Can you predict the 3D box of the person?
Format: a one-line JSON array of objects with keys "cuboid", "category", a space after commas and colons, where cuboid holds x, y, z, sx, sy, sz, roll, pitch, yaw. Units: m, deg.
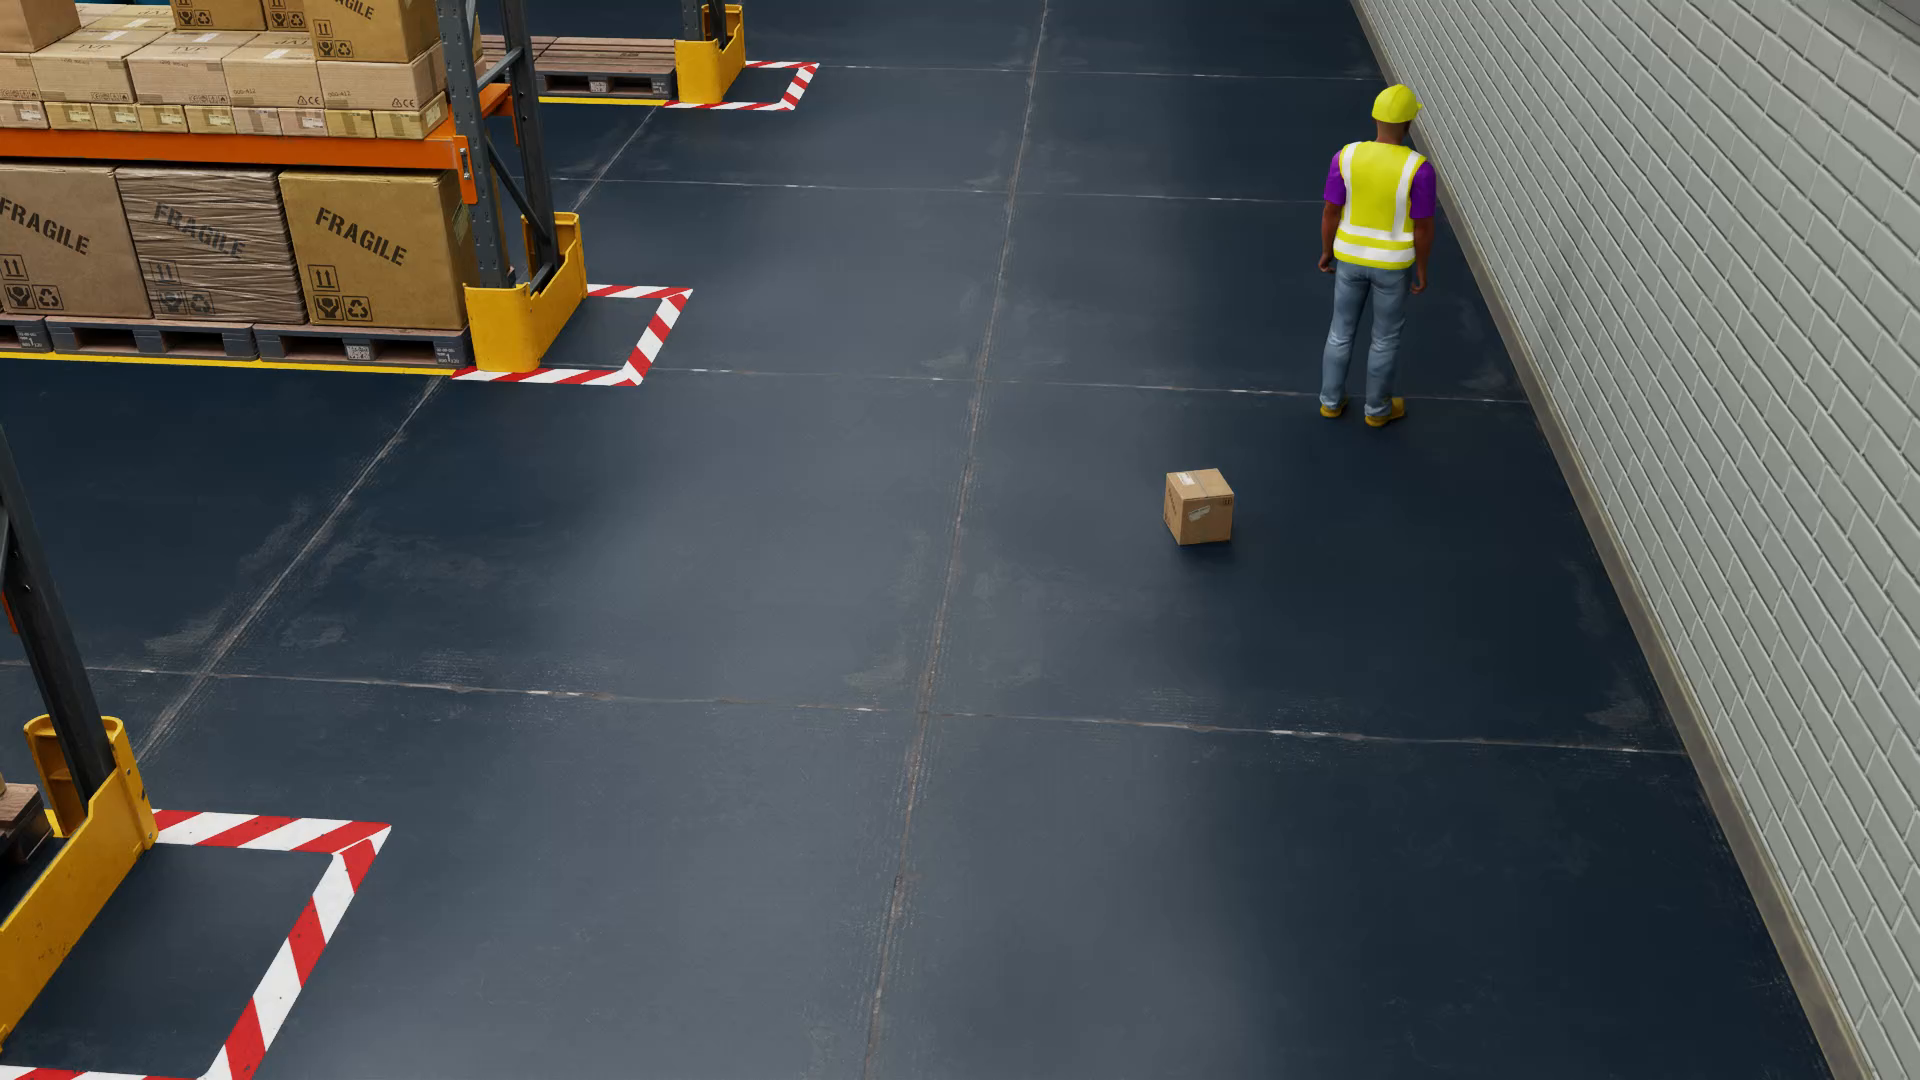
[{"cuboid": [2.107, -1.426, 8.410, 0.561, 1.771, 0.380, 16, 35, 24], "category": "person"}]
